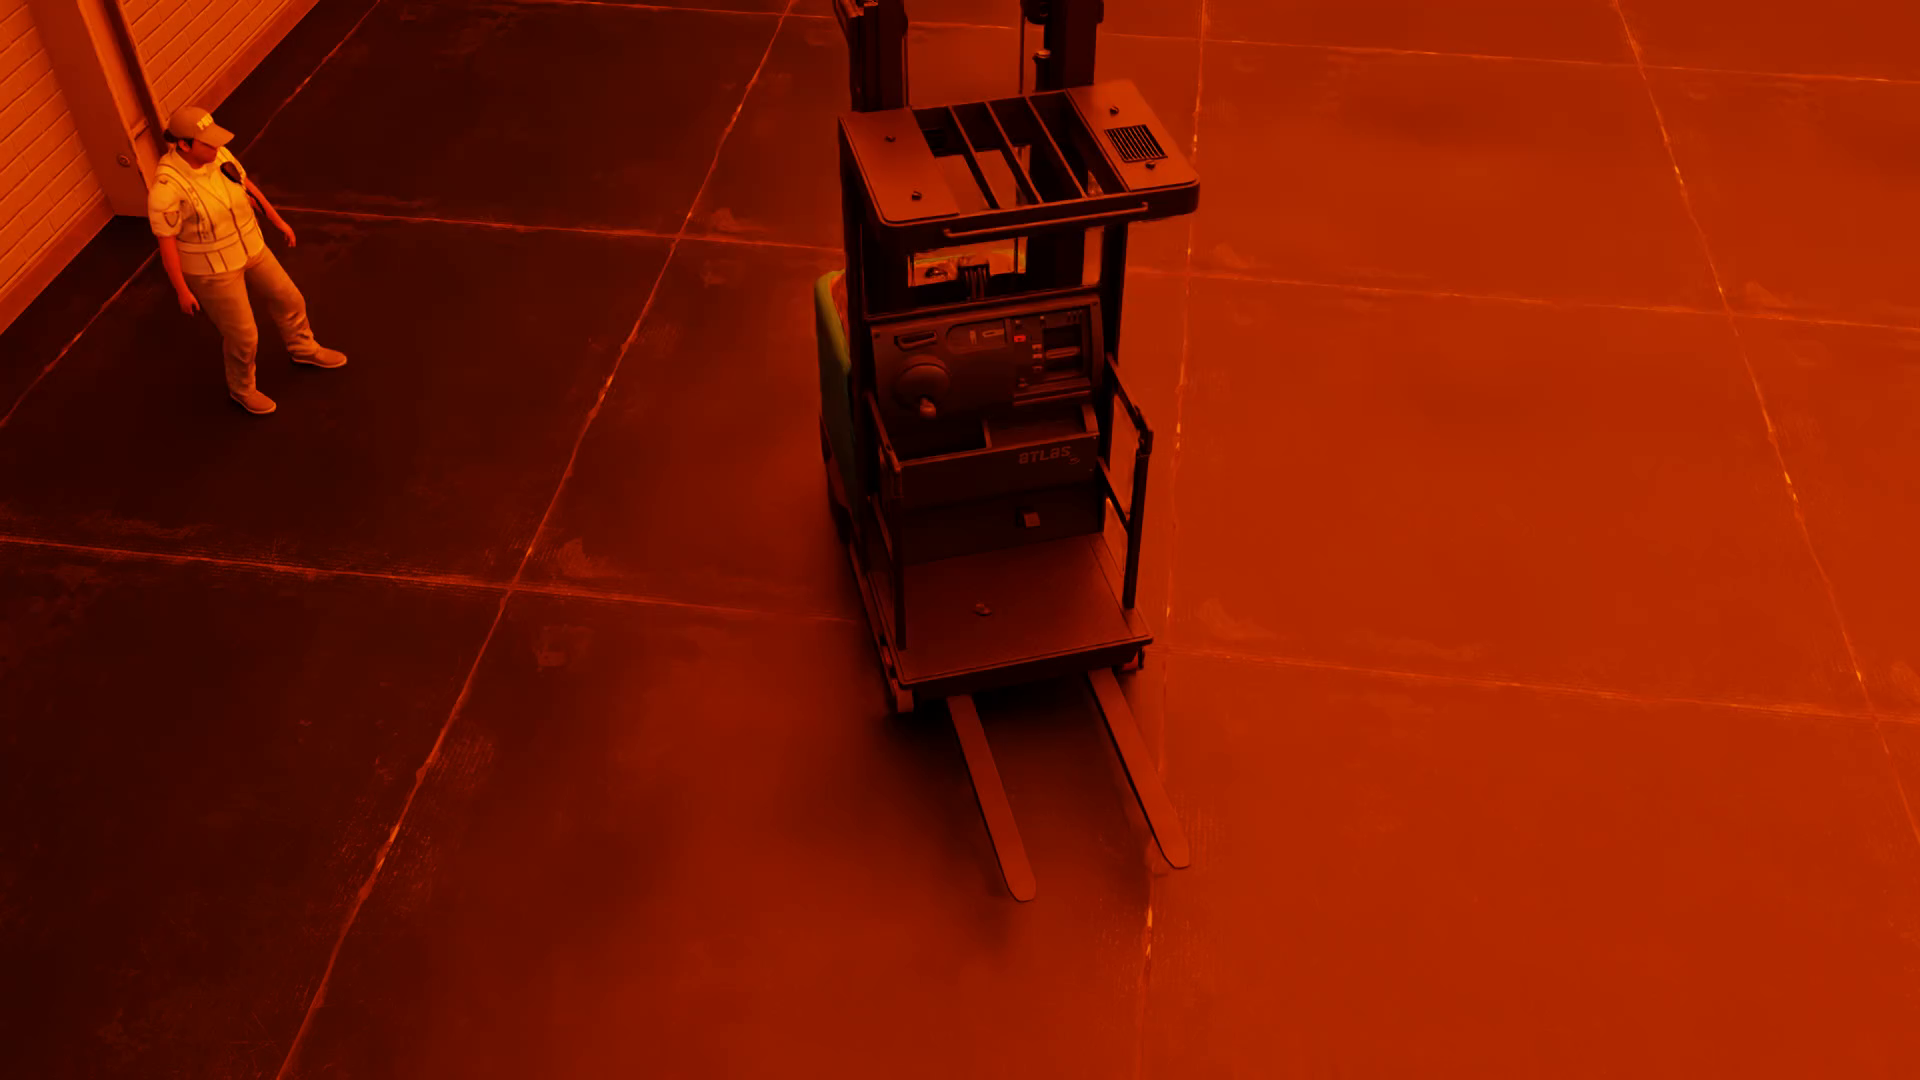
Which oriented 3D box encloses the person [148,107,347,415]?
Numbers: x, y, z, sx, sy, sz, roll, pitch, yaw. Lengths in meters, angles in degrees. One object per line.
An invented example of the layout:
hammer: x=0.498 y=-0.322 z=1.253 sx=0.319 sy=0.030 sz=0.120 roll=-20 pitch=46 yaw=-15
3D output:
person: x=-3.585 y=-1.396 z=8.201 sx=0.446 sy=1.641 sz=0.722 roll=15 pitch=45 yaw=15

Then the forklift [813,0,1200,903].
forklift: x=0.168 y=-0.631 z=6.411 sx=1.130 sy=2.935 sz=3.031 roll=-10 pitch=43 yaw=-10
